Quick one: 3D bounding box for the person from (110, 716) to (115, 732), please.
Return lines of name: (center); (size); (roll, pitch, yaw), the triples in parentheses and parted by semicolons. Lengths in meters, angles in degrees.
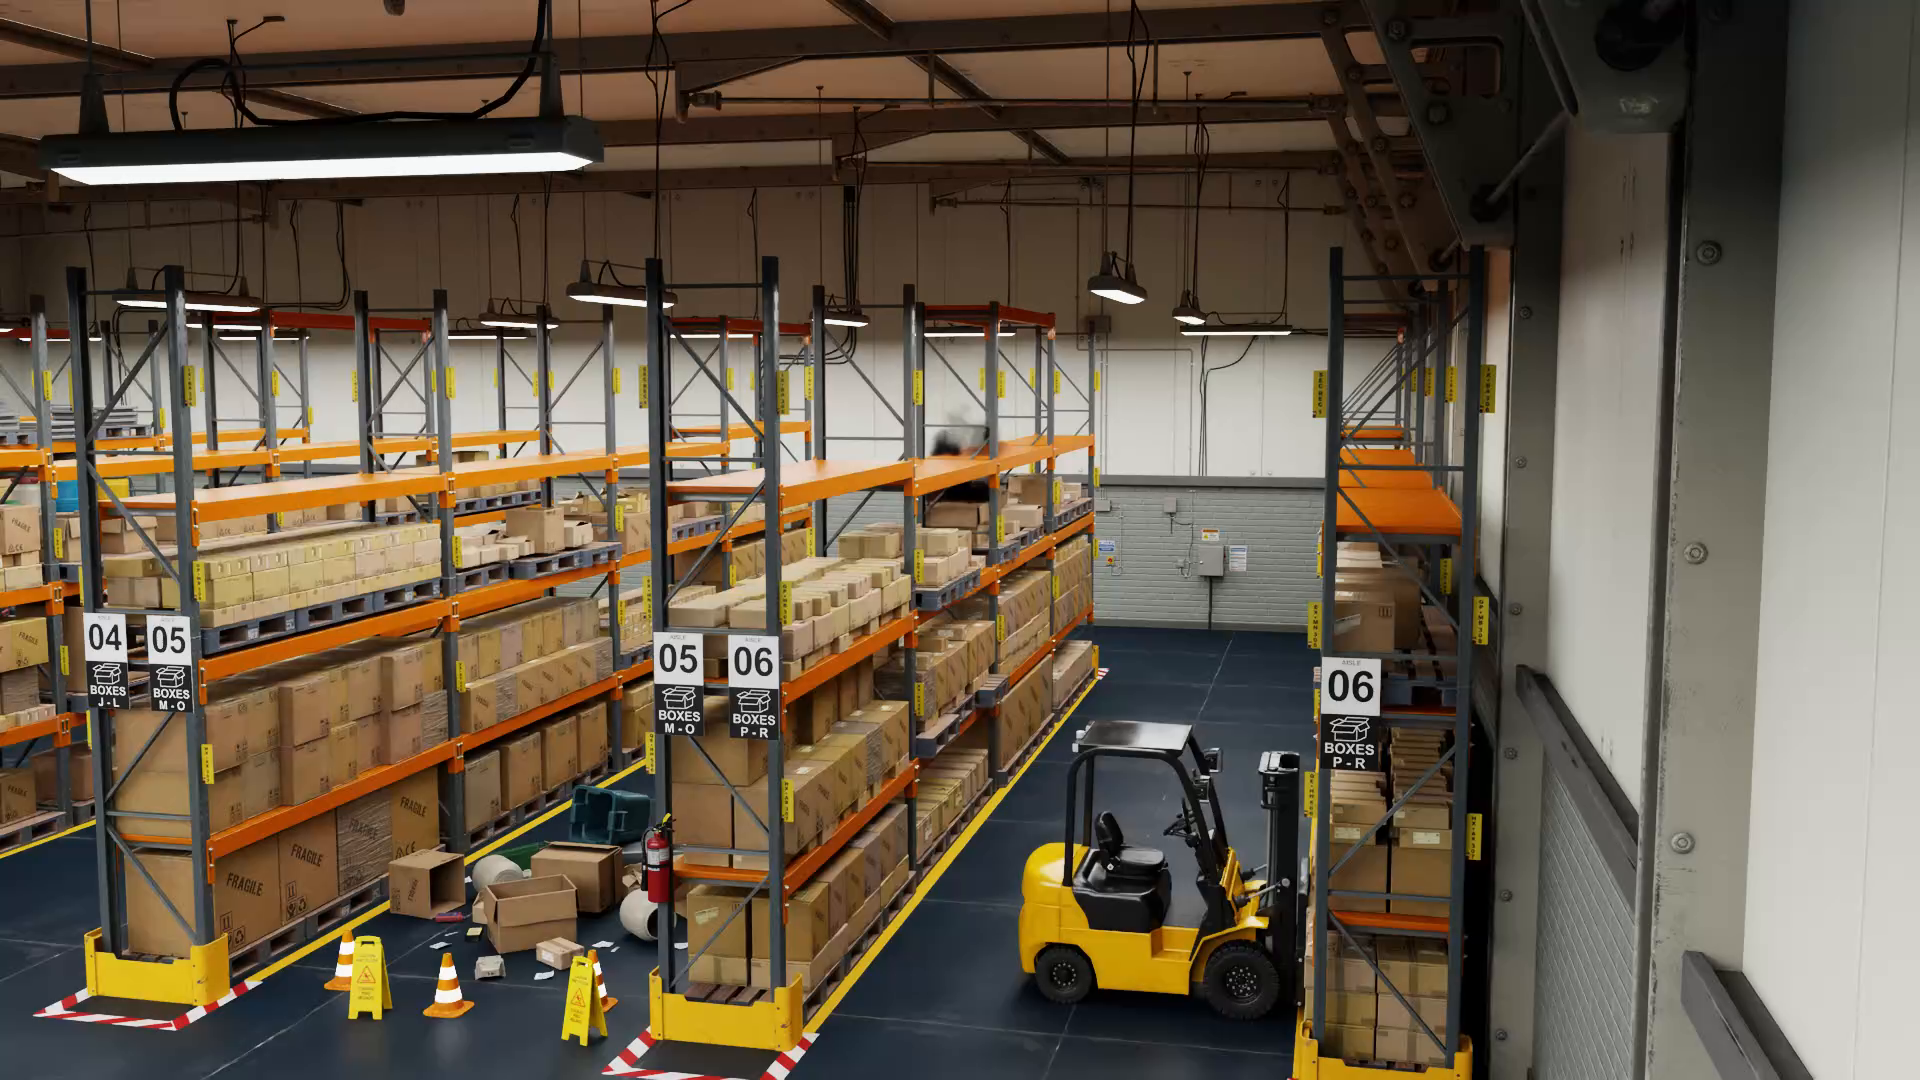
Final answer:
person: (-11.882, 1.864, 23.724); (0.667, 1.827, 0.861); (0, 6, -2)
